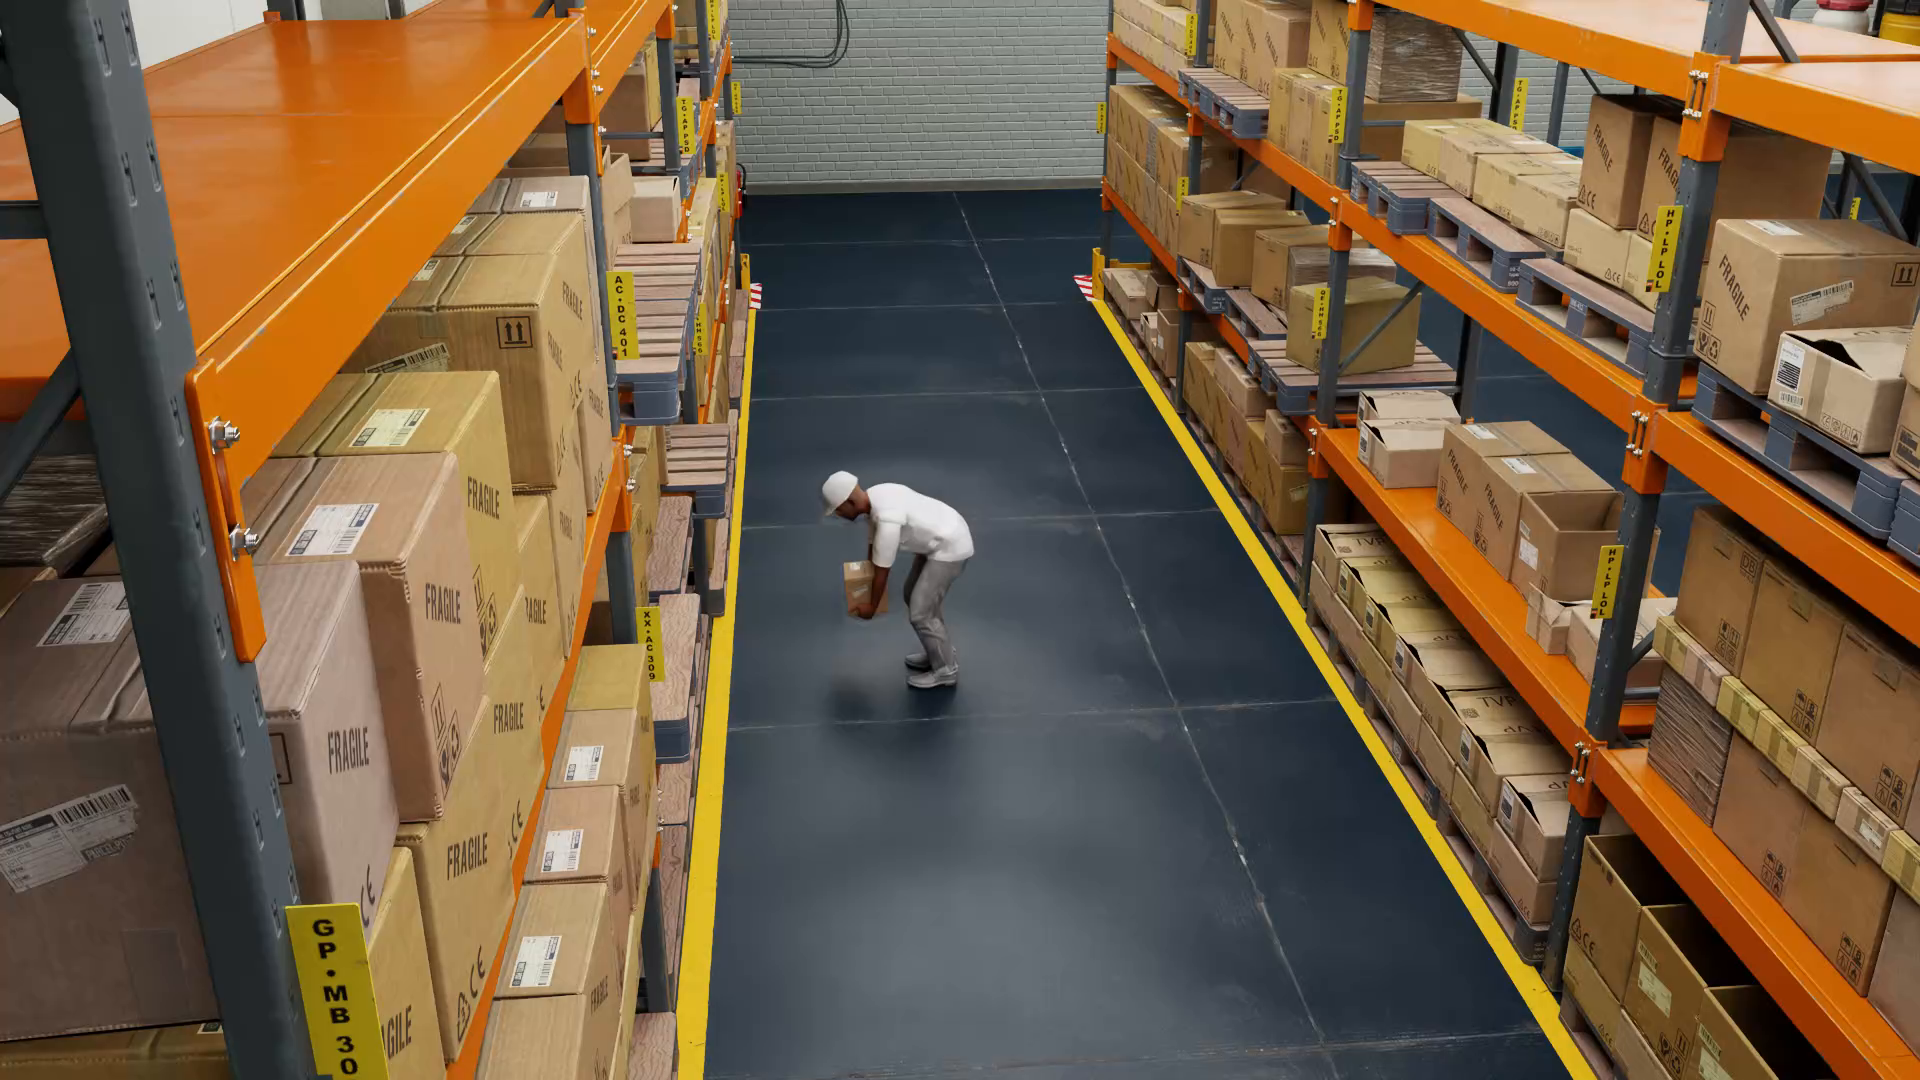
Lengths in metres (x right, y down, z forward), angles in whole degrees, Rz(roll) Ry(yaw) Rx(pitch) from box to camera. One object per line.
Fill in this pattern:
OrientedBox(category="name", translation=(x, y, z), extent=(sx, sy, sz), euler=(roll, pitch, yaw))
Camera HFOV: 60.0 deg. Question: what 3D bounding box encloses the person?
OrientedBox(category="person", translation=(-0.368, 0.218, 10.055), extent=(0.898, 1.376, 0.490), euler=(-3, 24, -7))
